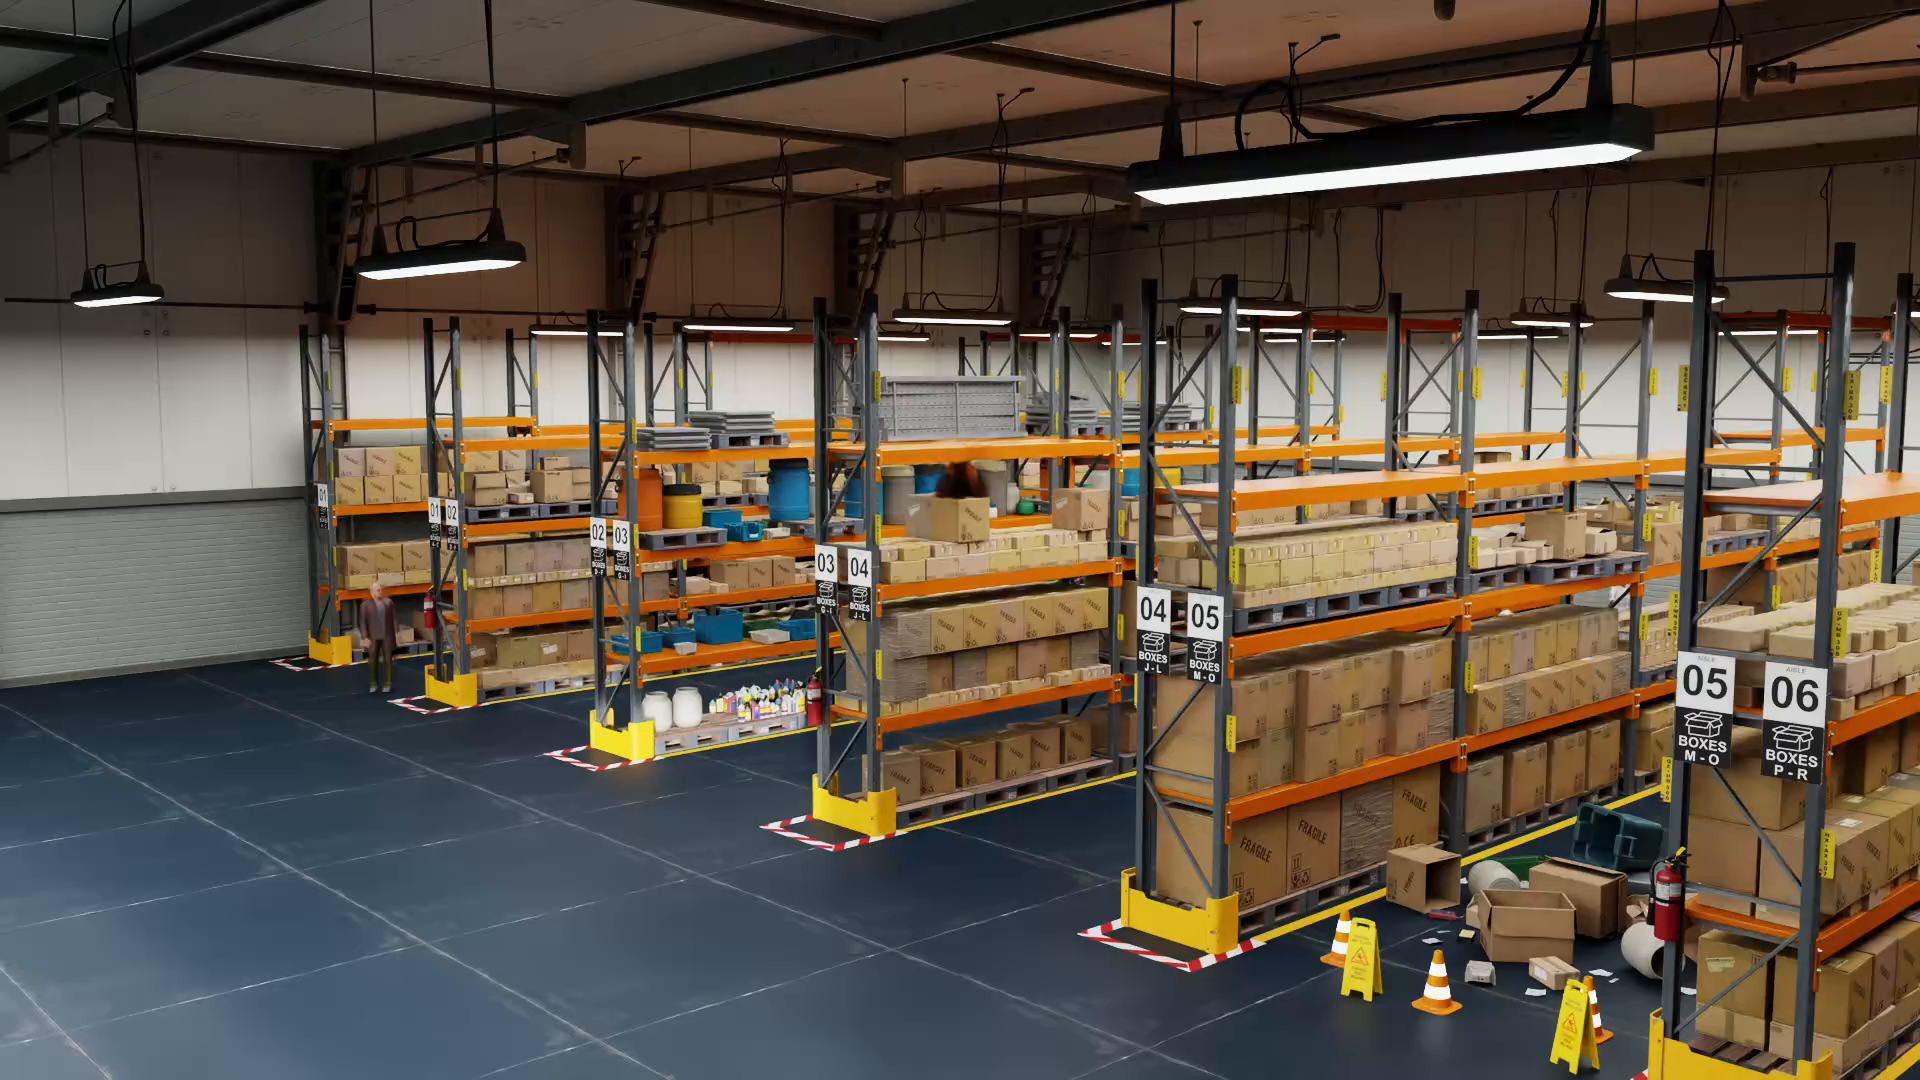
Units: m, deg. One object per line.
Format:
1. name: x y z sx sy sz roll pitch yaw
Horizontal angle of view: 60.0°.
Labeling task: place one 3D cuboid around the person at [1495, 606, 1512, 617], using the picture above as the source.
1. person: 8.242 1.699 25.443 0.456 1.799 0.590 4 7 33

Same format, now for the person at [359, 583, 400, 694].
1. person: -9.365 1.573 26.847 0.620 1.794 0.422 -2 6 -22

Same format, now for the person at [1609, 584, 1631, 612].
1. person: 11.831 1.331 29.758 0.493 1.632 0.832 -2 6 -19
